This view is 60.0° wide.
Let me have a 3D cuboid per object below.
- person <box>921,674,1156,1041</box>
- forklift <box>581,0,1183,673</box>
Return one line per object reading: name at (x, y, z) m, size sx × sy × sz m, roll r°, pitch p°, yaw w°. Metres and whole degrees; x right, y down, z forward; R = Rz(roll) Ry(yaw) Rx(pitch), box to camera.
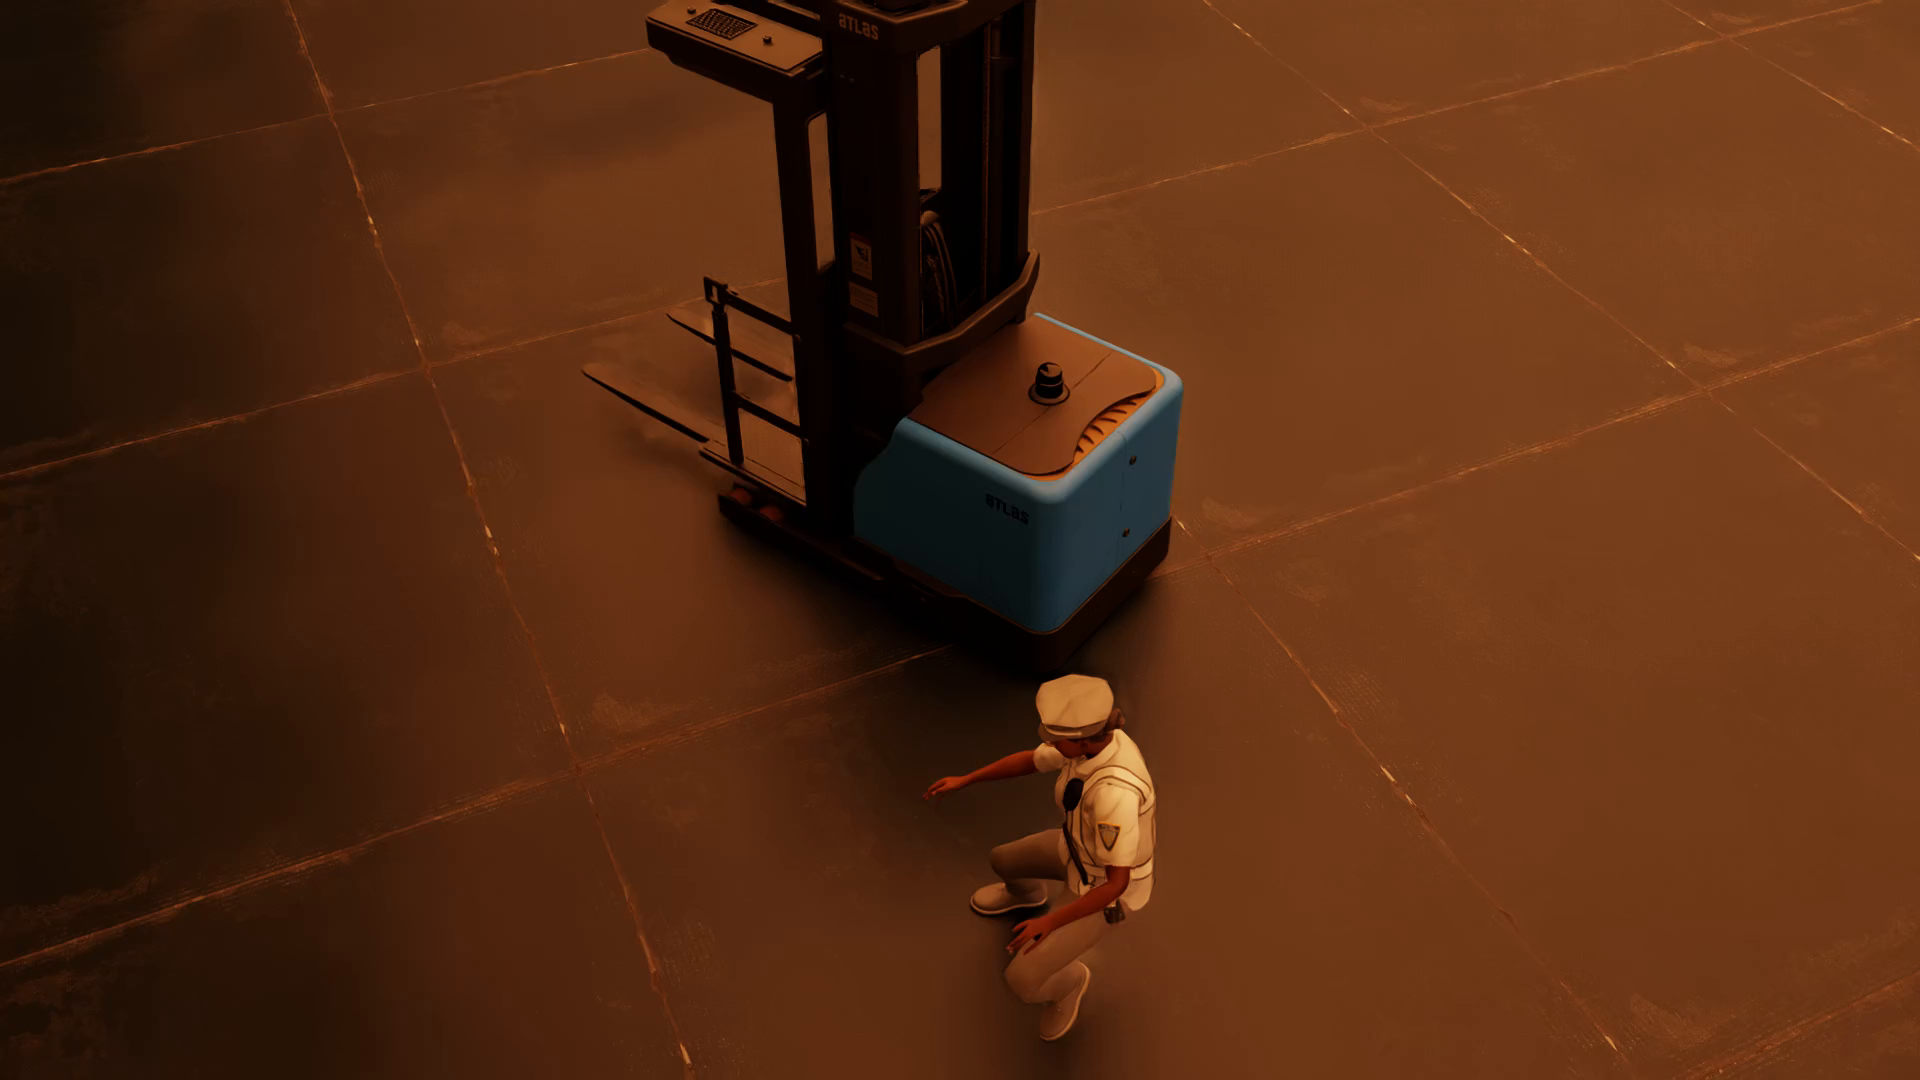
person at (0.265, 1.078, 5.589) m, size 0.725 × 1.475 × 0.842 m, roll -6°, pitch 43°, yaw -7°
forklift at (-0.521, -1.332, 7.108) m, size 3.031 × 2.935 × 1.130 m, roll 28°, pitch 50°, yaw 26°
